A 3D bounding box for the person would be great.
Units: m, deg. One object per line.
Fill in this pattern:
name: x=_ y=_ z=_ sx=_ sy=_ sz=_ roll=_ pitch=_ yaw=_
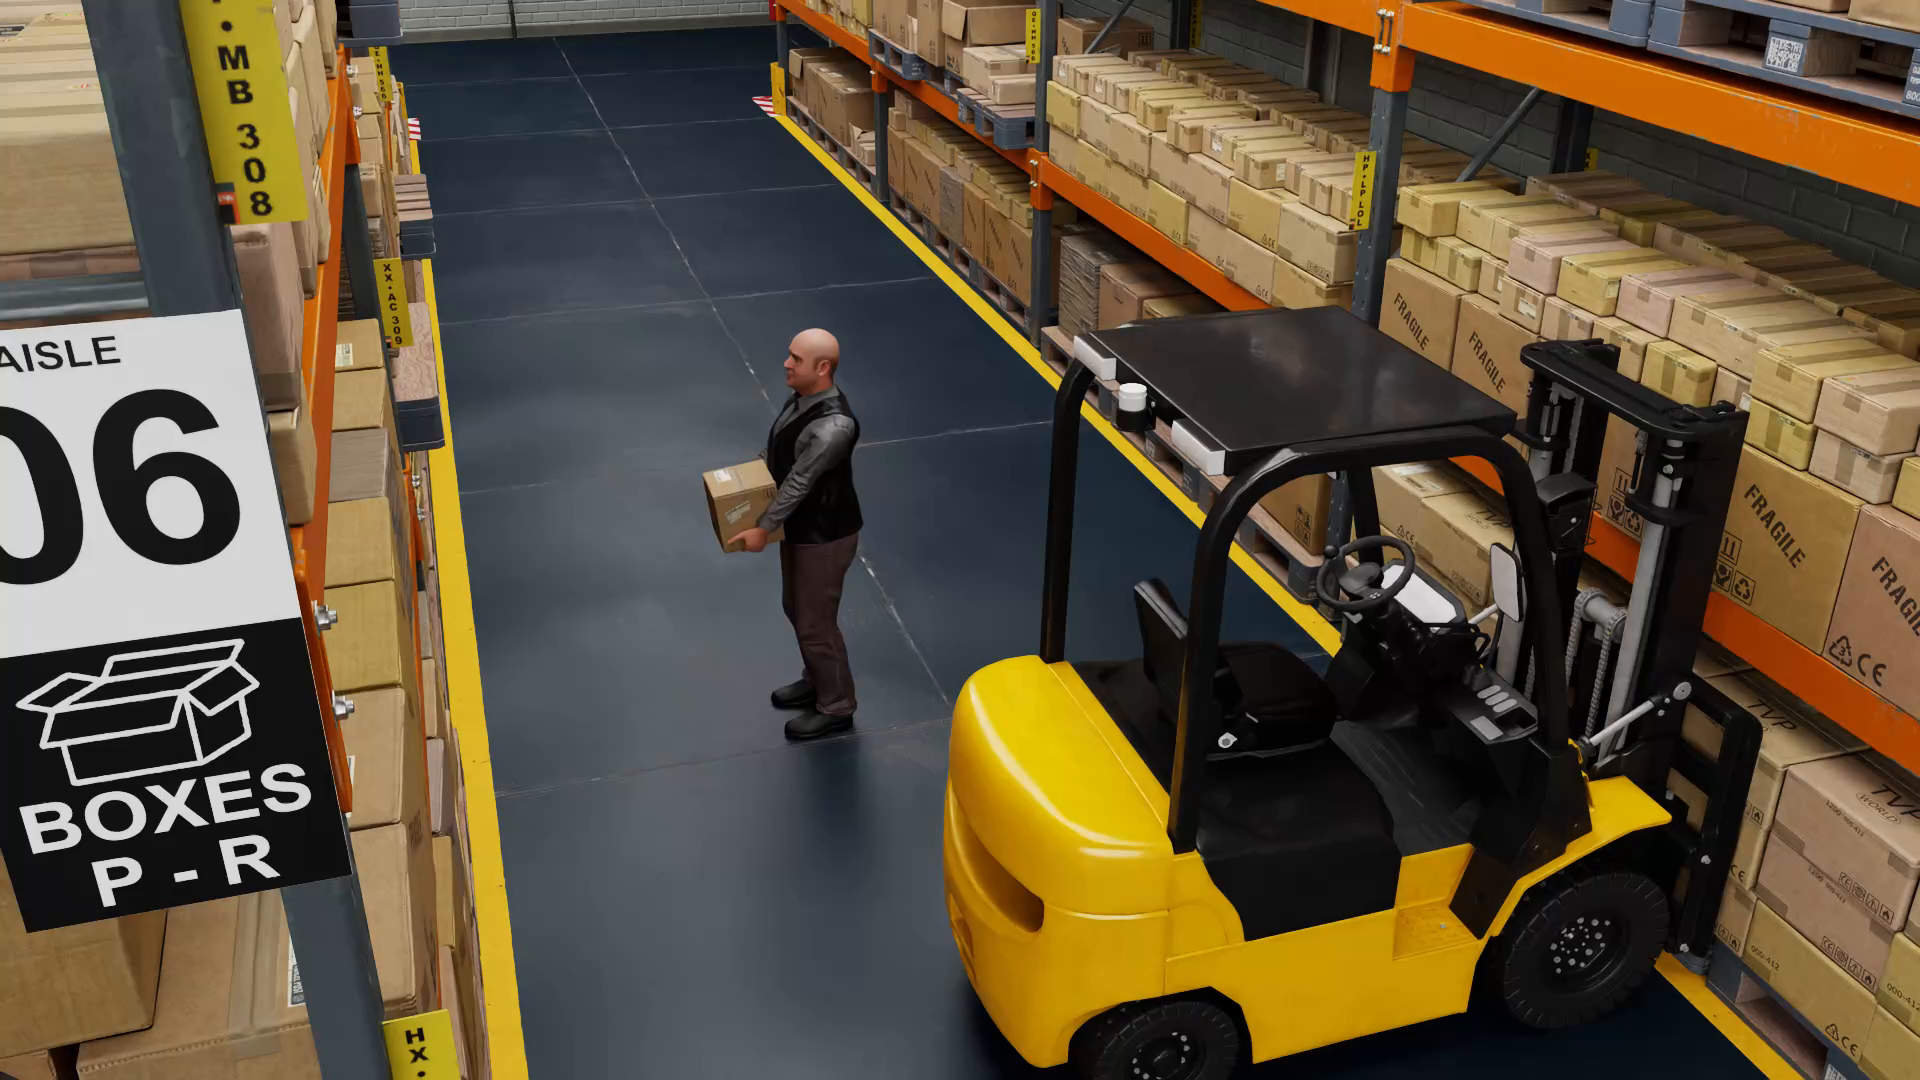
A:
person: x=-0.675 y=-0.014 z=6.676 sx=0.555 sy=1.718 sz=0.495 roll=-8 pitch=27 yaw=-16
